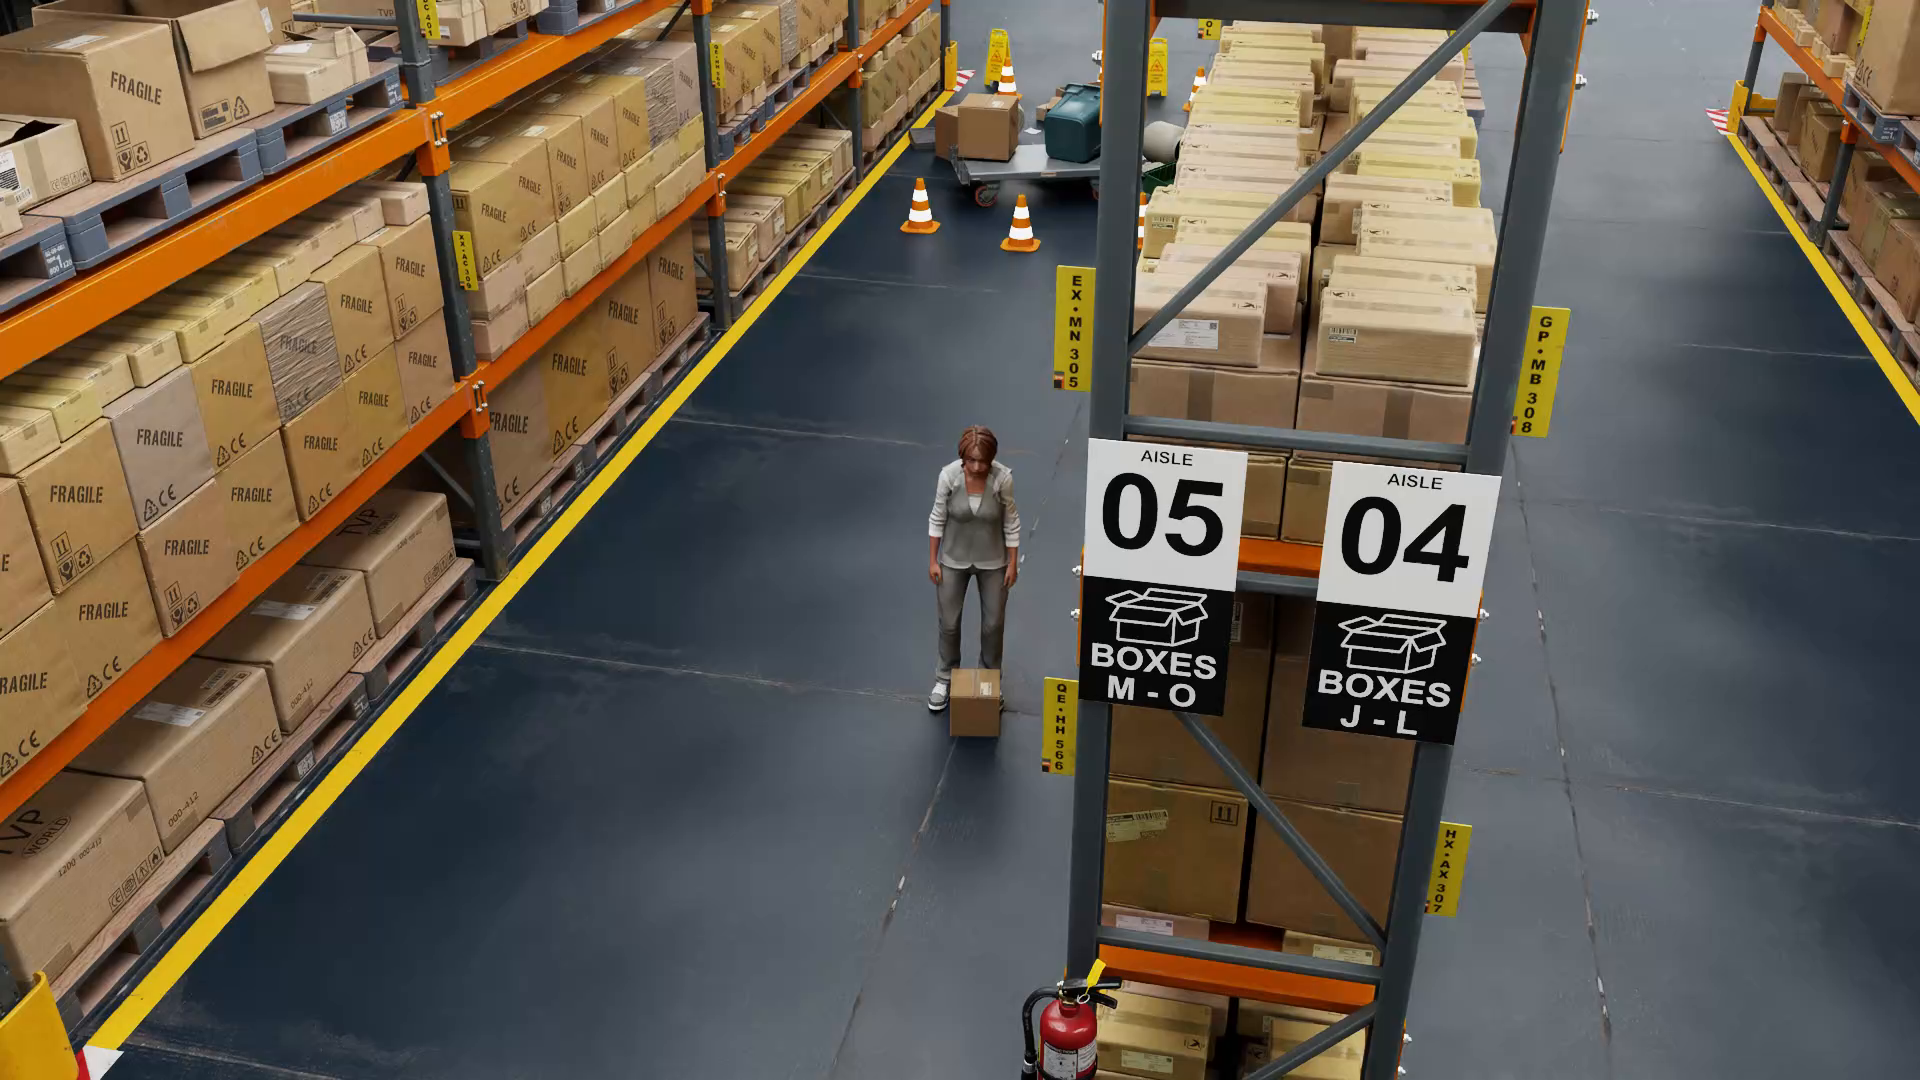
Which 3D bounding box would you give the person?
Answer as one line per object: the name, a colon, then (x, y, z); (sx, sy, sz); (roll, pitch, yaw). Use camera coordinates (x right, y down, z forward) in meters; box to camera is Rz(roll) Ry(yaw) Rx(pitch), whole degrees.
person: (0.069, 0.129, 8.387); (0.461, 1.591, 0.345); (1, 29, 2)
